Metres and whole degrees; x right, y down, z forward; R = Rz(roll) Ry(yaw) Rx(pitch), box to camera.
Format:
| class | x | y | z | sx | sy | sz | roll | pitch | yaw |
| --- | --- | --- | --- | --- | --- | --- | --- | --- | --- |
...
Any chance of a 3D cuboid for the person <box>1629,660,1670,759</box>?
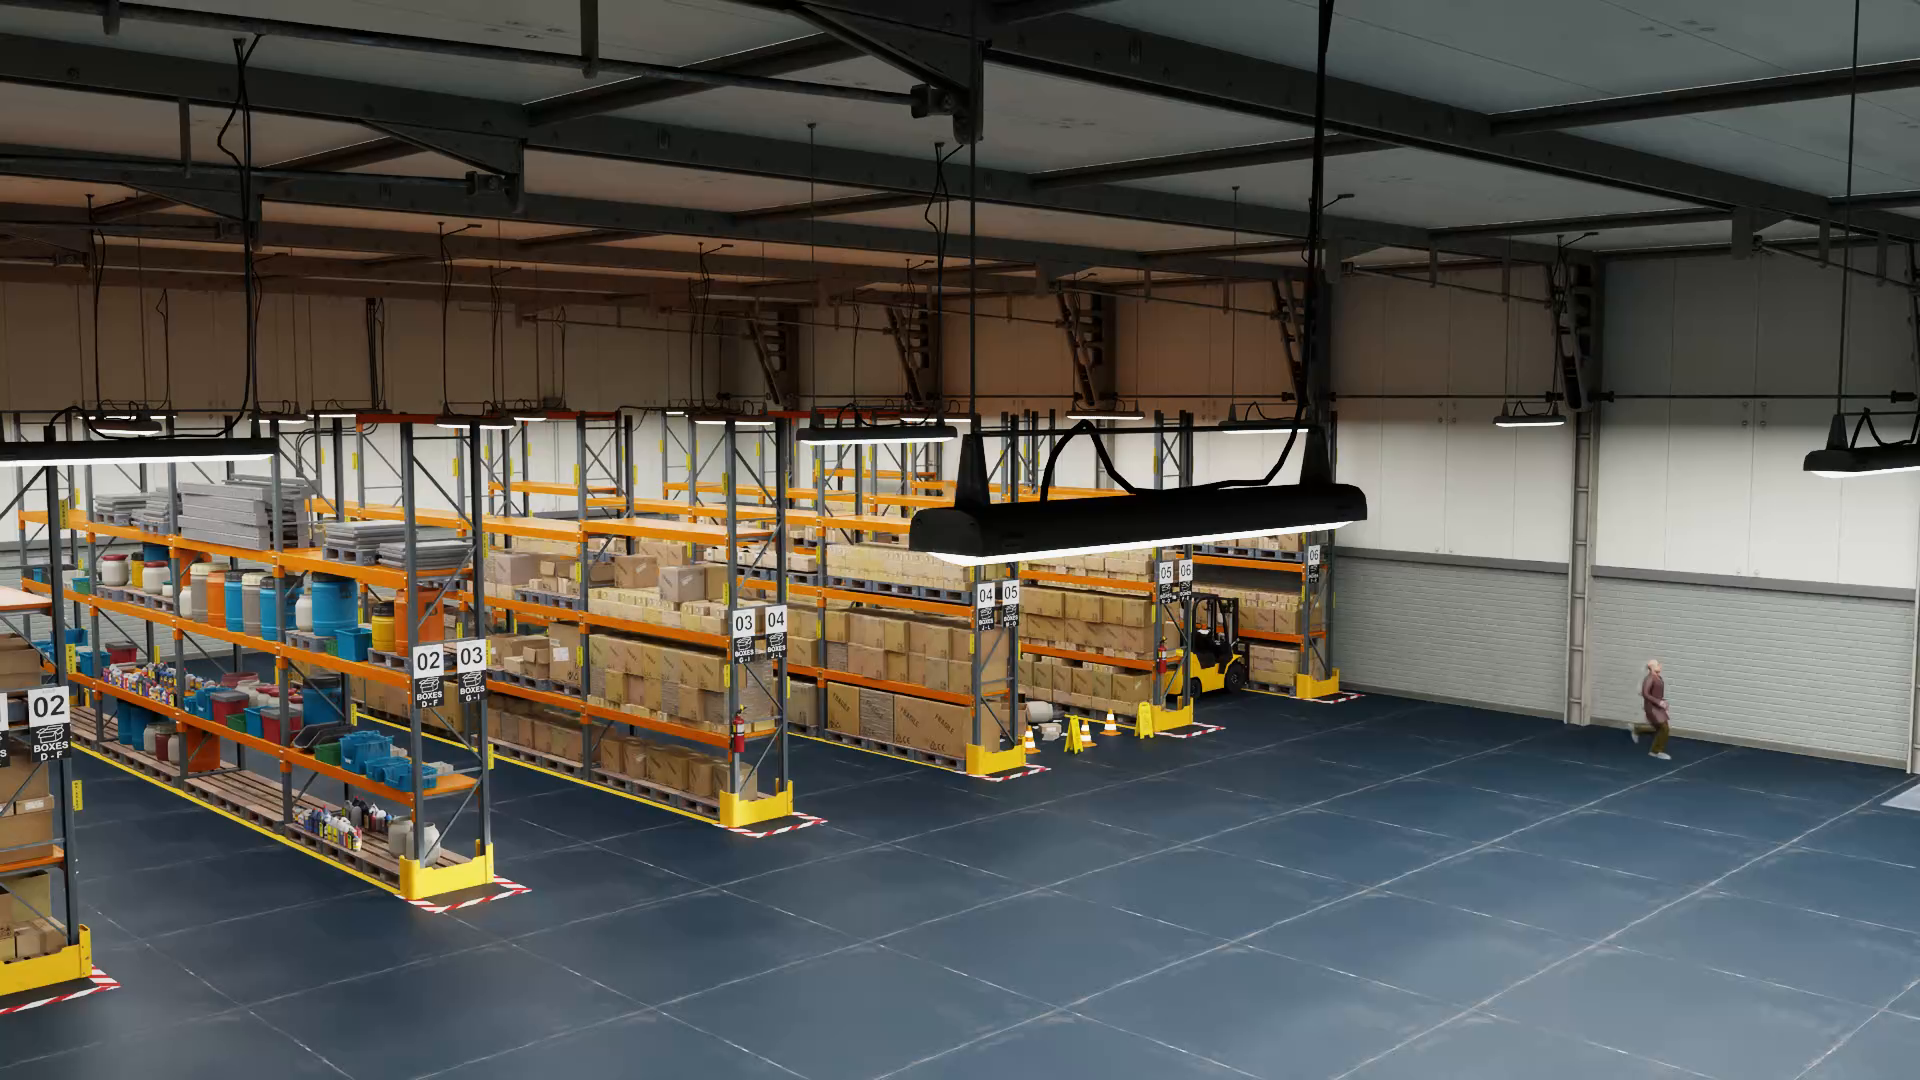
| class | x | y | z | sx | sy | sz | roll | pitch | yaw |
| --- | --- | --- | --- | --- | --- | --- | --- | --- | --- |
| person | 12.120 | 2.951 | 29.182 | 0.717 | 1.723 | 0.730 | 3 | 6 | 29 |

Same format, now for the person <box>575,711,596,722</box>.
| class | x | y | z | sx | sy | sz | roll | pitch | yaw |
| --- | --- | --- | --- | --- | --- | --- | --- | --- | --- |
| person | -7.116 | 2.694 | 31.686 | 0.861 | 1.755 | 0.723 | 4 | 6 | 38 |
